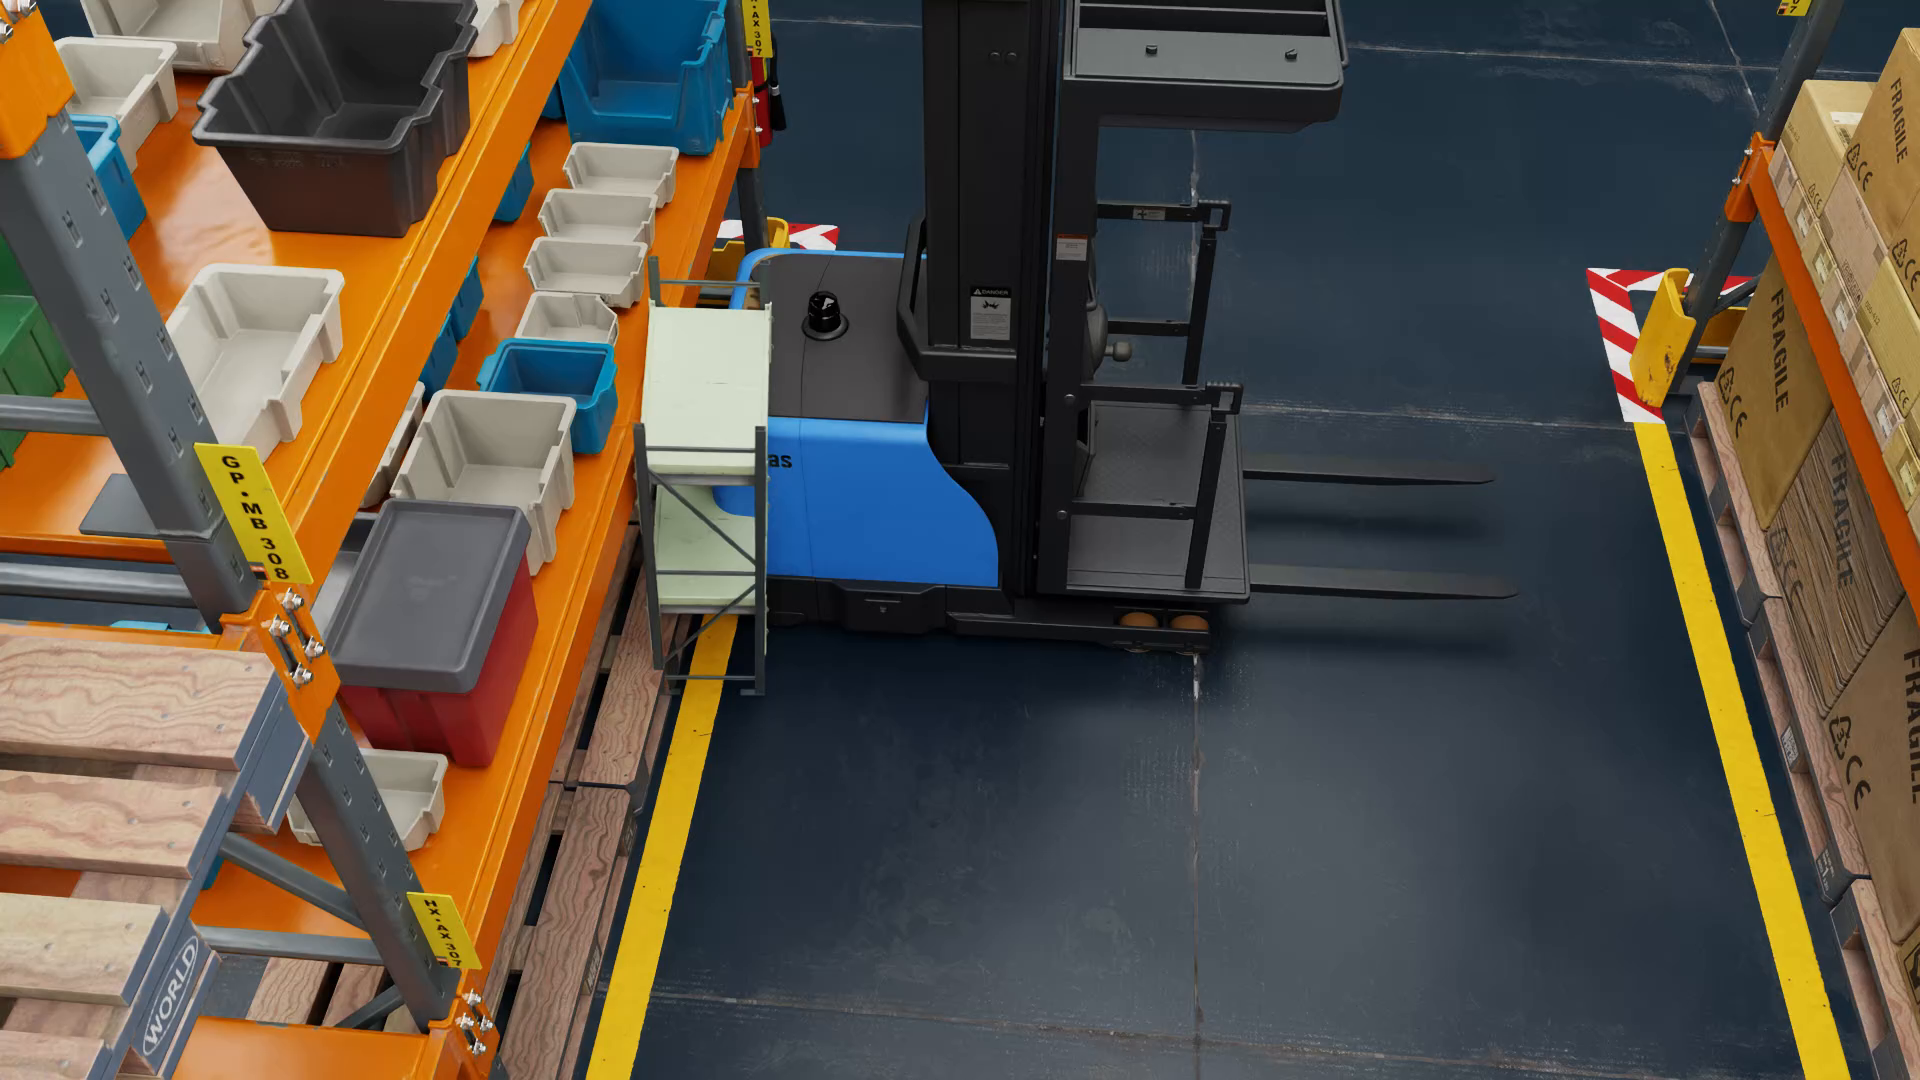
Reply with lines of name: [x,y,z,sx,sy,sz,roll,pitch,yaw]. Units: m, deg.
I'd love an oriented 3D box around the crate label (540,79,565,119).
crate label: [-1.694,-1.806,6.467,0.416,0.233,0.303,4,48,4]

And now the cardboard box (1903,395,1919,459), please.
cardboard box: [3.144,-0.248,4.870,0.500,0.250,0.500,3,48,3]

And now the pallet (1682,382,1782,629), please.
pallet: [3.594,-0.134,6.756,1.003,0.211,1.213,4,48,4]

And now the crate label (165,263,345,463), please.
crate label: [-1.375,-0.325,3.187,0.293,0.136,0.466,4,48,4]

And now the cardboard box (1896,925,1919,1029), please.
cardboard box: [3.364,1.367,4.648,0.875,0.875,0.875,4,48,4]

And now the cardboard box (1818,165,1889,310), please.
cardboard box: [3.236,-1.001,5.559,0.500,0.250,0.500,3,48,3]

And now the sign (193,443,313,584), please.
sign: [-1.160,-0.039,2.740,0.100,0.325,0.005,4,48,4]

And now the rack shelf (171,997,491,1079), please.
rack shelf: [-1.890,2.651,2.806,1.077,0.370,4.000,4,48,4]

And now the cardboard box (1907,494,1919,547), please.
cardboard box: [3.067,-0.021,4.933,0.380,0.149,0.250,5,48,4]

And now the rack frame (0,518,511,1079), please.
rack frame: [-1.708,0.938,3.885,1.000,3.000,0.127,4,48,4]

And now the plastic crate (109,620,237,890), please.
plastic crate: [-2.005,0.557,4.204,0.392,0.384,0.575,4,48,4]

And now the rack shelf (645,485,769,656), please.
rack shelf: [-0.911,0.022,6.107,0.431,0.370,0.720,1,52,-6]

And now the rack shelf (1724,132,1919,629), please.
rack shelf: [3.407,0.044,5.190,1.077,0.370,4.000,4,48,4]

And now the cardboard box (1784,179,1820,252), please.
cardboard box: [3.206,-1.156,5.971,0.380,0.149,0.250,3,48,3]

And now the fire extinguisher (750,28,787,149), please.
fire extinguisher: [-0.877,-1.929,6.813,0.296,0.674,0.183,4,48,4]

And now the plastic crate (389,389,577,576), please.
plastic crate: [-1.385,-0.152,4.922,0.437,0.282,0.530,4,48,4]

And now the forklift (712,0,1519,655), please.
forklift: [0.628,-0.957,5.665,3.031,2.935,1.130,3,48,3]

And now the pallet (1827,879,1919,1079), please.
pallet: [3.372,1.659,5.116,1.003,0.211,1.213,4,48,4]

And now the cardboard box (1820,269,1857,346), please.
cardboard box: [3.161,-0.776,5.623,0.380,0.149,0.250,3,48,3]

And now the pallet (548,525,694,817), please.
pallet: [-1.571,0.437,6.233,1.003,0.211,1.213,4,48,4]

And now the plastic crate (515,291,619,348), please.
plastic crate: [-1.288,-0.684,5.507,0.298,0.136,0.250,4,48,4]

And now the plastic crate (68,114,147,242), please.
plastic crate: [-1.943,-0.708,3.471,0.416,0.233,0.300,4,48,4]

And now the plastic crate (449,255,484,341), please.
plastic crate: [-1.814,-0.838,5.582,0.416,0.233,0.300,4,48,4]

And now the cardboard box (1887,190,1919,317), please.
cardboard box: [3.190,-0.888,4.947,0.500,0.500,0.500,3,48,2]

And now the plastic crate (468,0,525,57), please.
plastic crate: [-1.284,-1.389,4.160,0.437,0.136,0.530,4,48,4]

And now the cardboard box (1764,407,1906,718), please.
cardboard box: [3.528,0.052,5.851,0.875,0.875,0.875,4,48,4]

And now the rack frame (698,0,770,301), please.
rack frame: [-1.343,-2.001,6.573,1.000,3.000,0.127,4,48,4]

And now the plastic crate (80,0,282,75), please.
plastic crate: [-1.853,-1.366,4.040,0.437,0.282,0.530,4,48,4]

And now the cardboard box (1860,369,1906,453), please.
cardboard box: [3.113,-0.400,5.279,0.380,0.149,0.250,3,48,3]

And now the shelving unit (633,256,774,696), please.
shelving unit: [-0.880,-0.176,5.850,0.431,1.500,0.755,1,52,-6]

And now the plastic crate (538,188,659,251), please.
plastic crate: [-1.278,-1.109,5.895,0.396,0.136,0.243,4,48,4]

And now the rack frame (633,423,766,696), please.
rack frame: [-0.861,0.114,5.628,0.400,1.500,0.023,1,52,-6]

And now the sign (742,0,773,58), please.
sign: [-0.794,-2.031,6.490,0.100,0.325,0.005,4,48,4]

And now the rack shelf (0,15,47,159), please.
rack shelf: [-1.890,0.761,0.740,1.077,0.370,4.000,4,48,4]

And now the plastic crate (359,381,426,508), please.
plastic crate: [-1.848,-0.293,5.149,0.293,0.136,0.466,4,48,4]

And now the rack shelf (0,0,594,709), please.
rack shelf: [-1.526,-1.301,4.388,1.077,0.370,4.000,4,48,4]

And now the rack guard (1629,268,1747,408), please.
rack guard: [3.591,-0.842,7.207,1.175,0.500,0.348,4,48,4]
